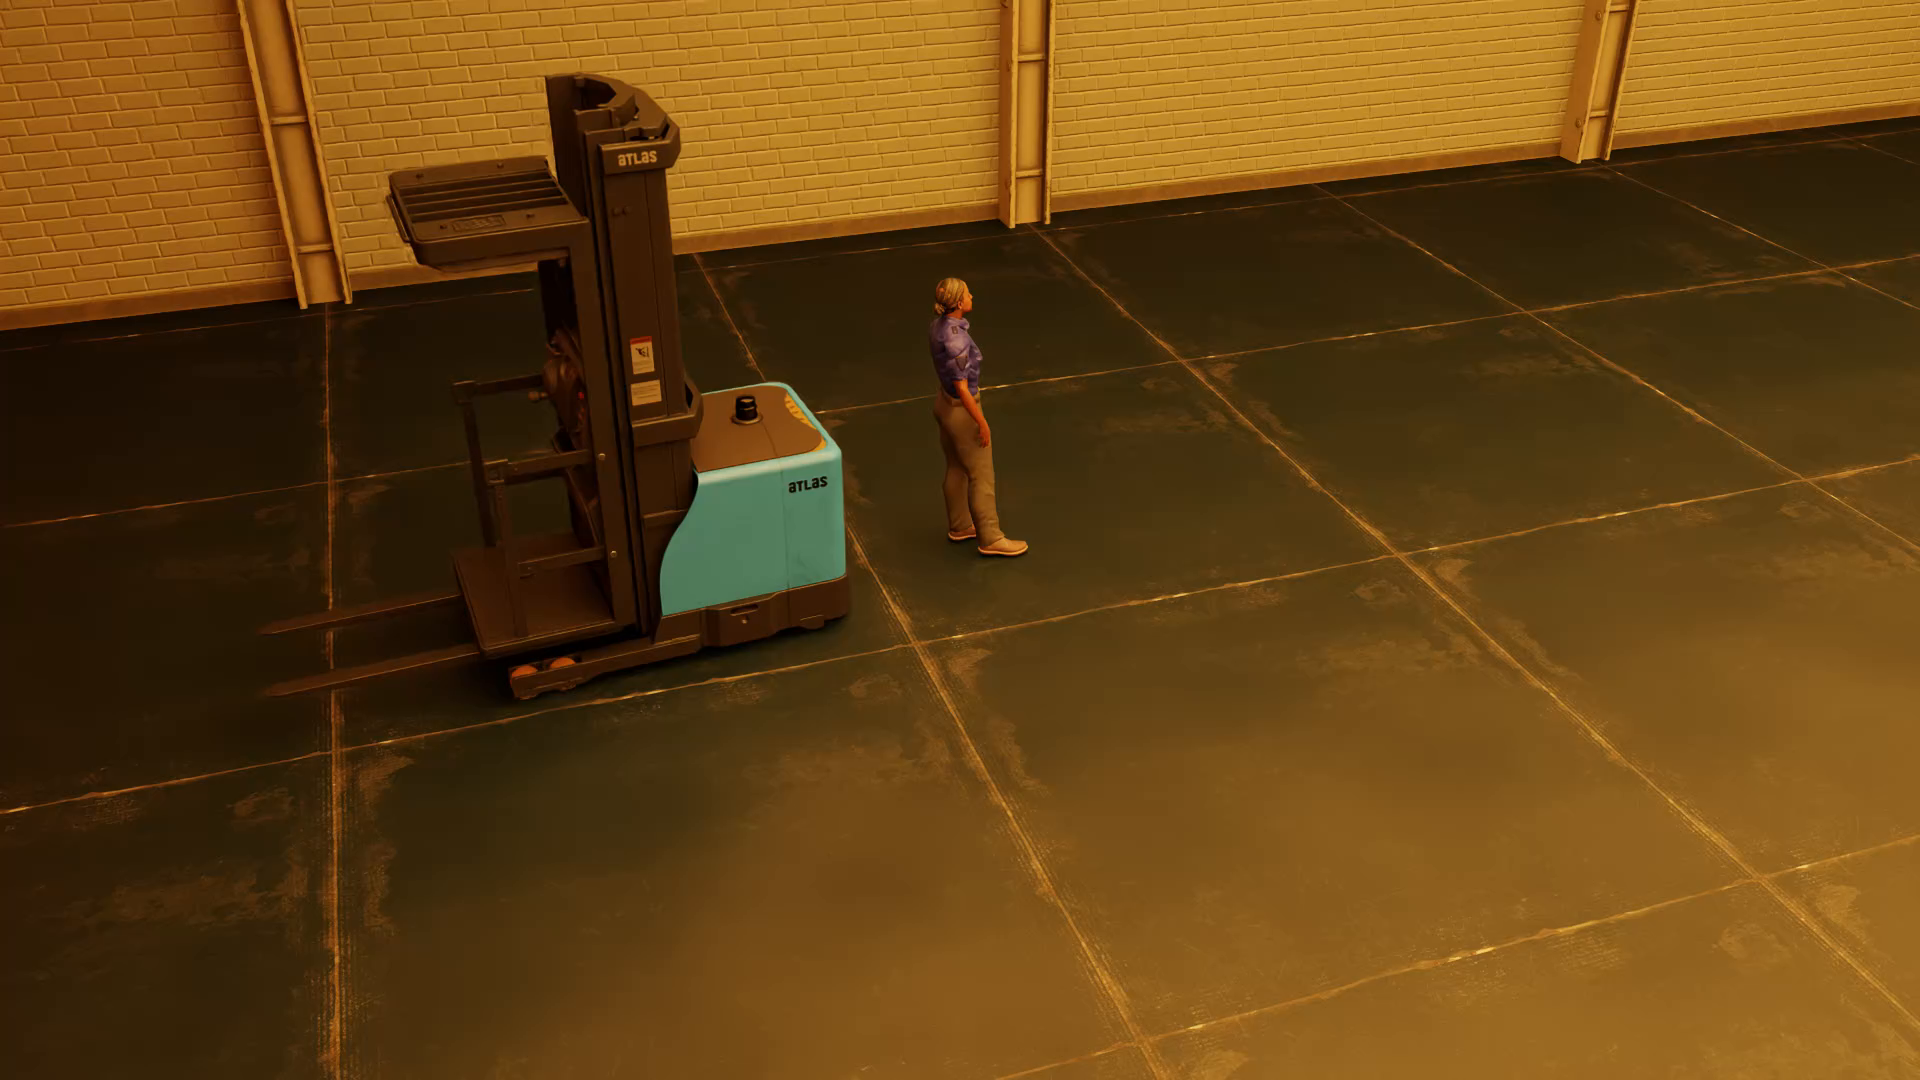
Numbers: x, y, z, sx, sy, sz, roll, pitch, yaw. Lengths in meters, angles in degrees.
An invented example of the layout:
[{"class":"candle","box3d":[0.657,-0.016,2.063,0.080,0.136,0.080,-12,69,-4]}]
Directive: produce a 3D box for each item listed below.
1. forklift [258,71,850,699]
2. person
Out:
[{"class":"forklift","box3d":[-2.175,-0.749,8.388,3.031,2.935,1.130,-12,32,-20]},{"class":"person","box3d":[0.090,-0.728,9.618,0.503,1.656,0.569,-10,31,-16]}]
